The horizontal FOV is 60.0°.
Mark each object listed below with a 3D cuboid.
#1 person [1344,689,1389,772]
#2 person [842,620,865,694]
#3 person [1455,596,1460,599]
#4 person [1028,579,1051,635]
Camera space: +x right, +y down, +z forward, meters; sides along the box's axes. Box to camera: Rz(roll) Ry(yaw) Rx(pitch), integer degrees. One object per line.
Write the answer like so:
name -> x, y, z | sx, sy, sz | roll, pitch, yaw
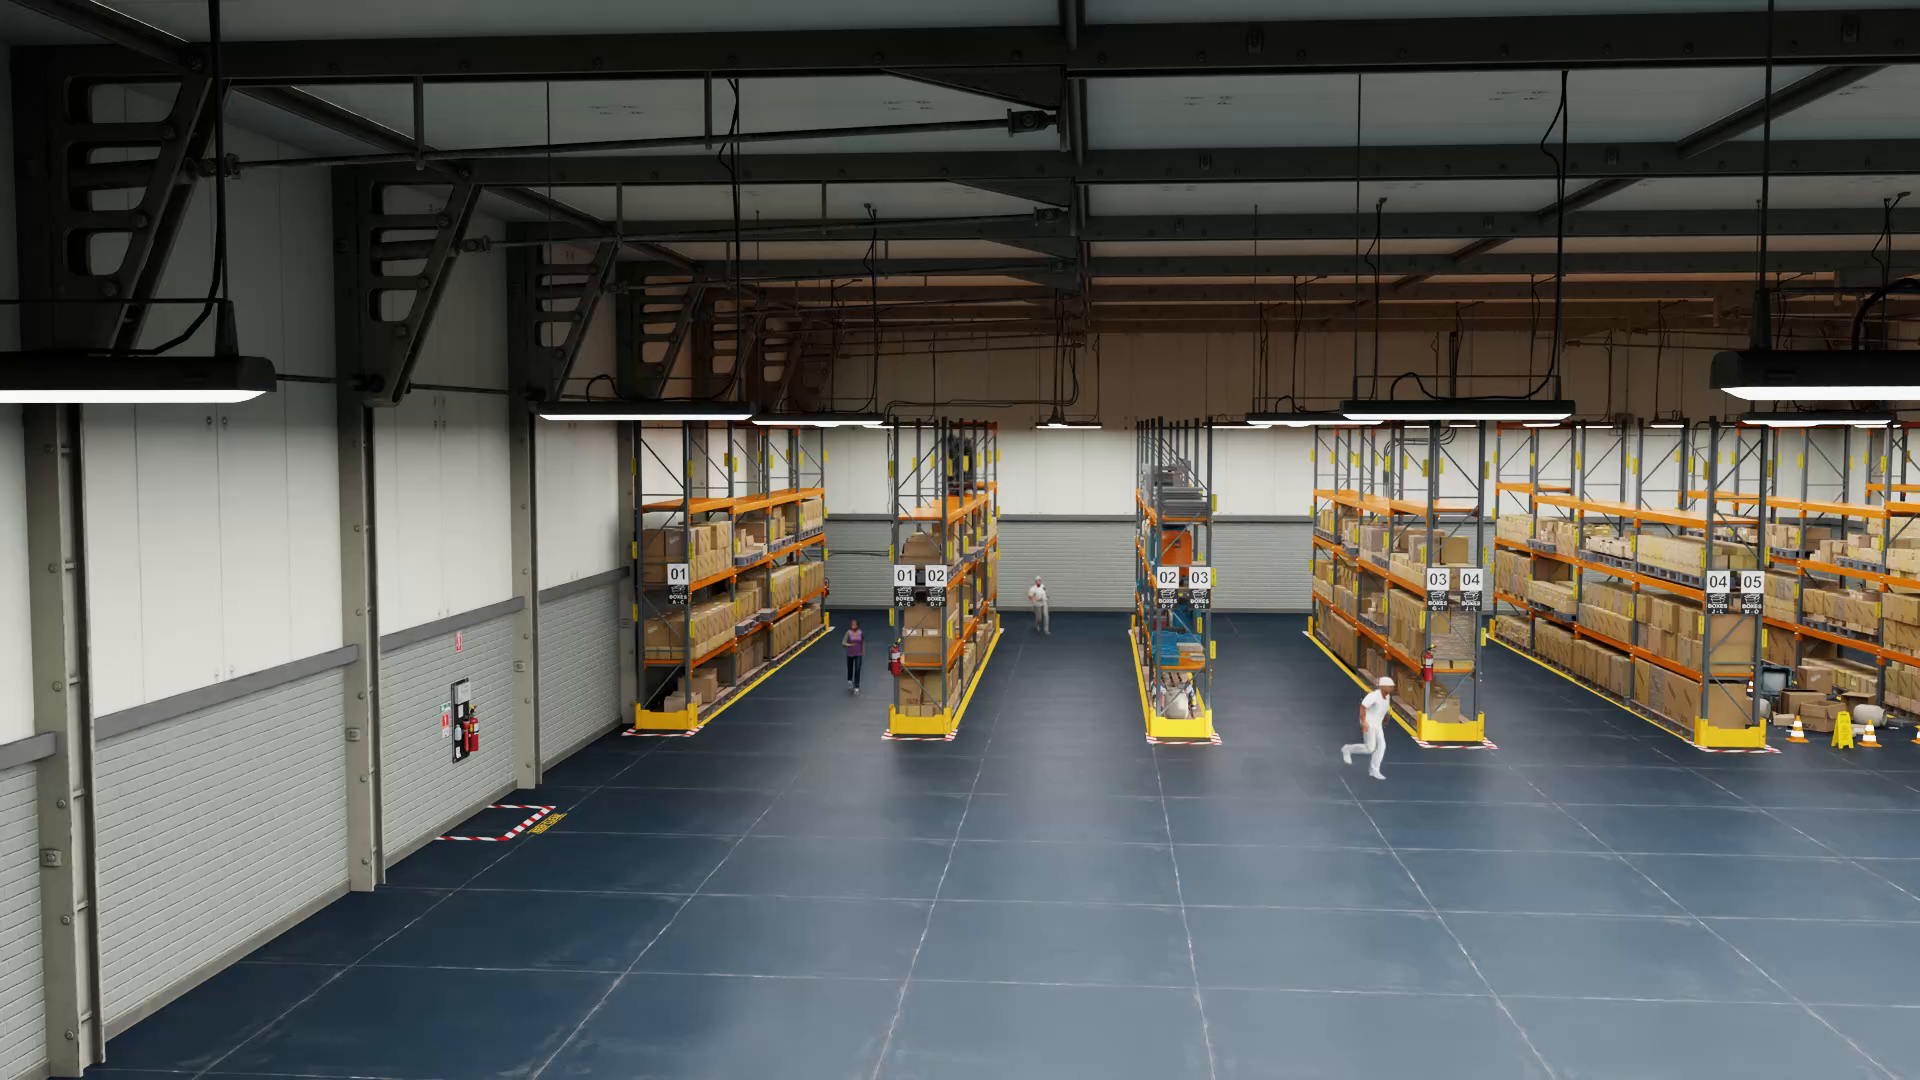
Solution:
person -> 6.755, 3.153, 27.660 | 0.722, 1.407, 0.436 | 3, 5, 35
person -> -2.316, 2.529, 36.355 | 0.537, 1.586, 0.881 | -1, 4, -11
person -> 13.417, 1.791, 44.913 | 0.667, 1.464, 0.645 | 0, 4, 1
person -> 2.227, 1.867, 47.104 | 0.647, 1.600, 0.784 | -2, 4, -25
